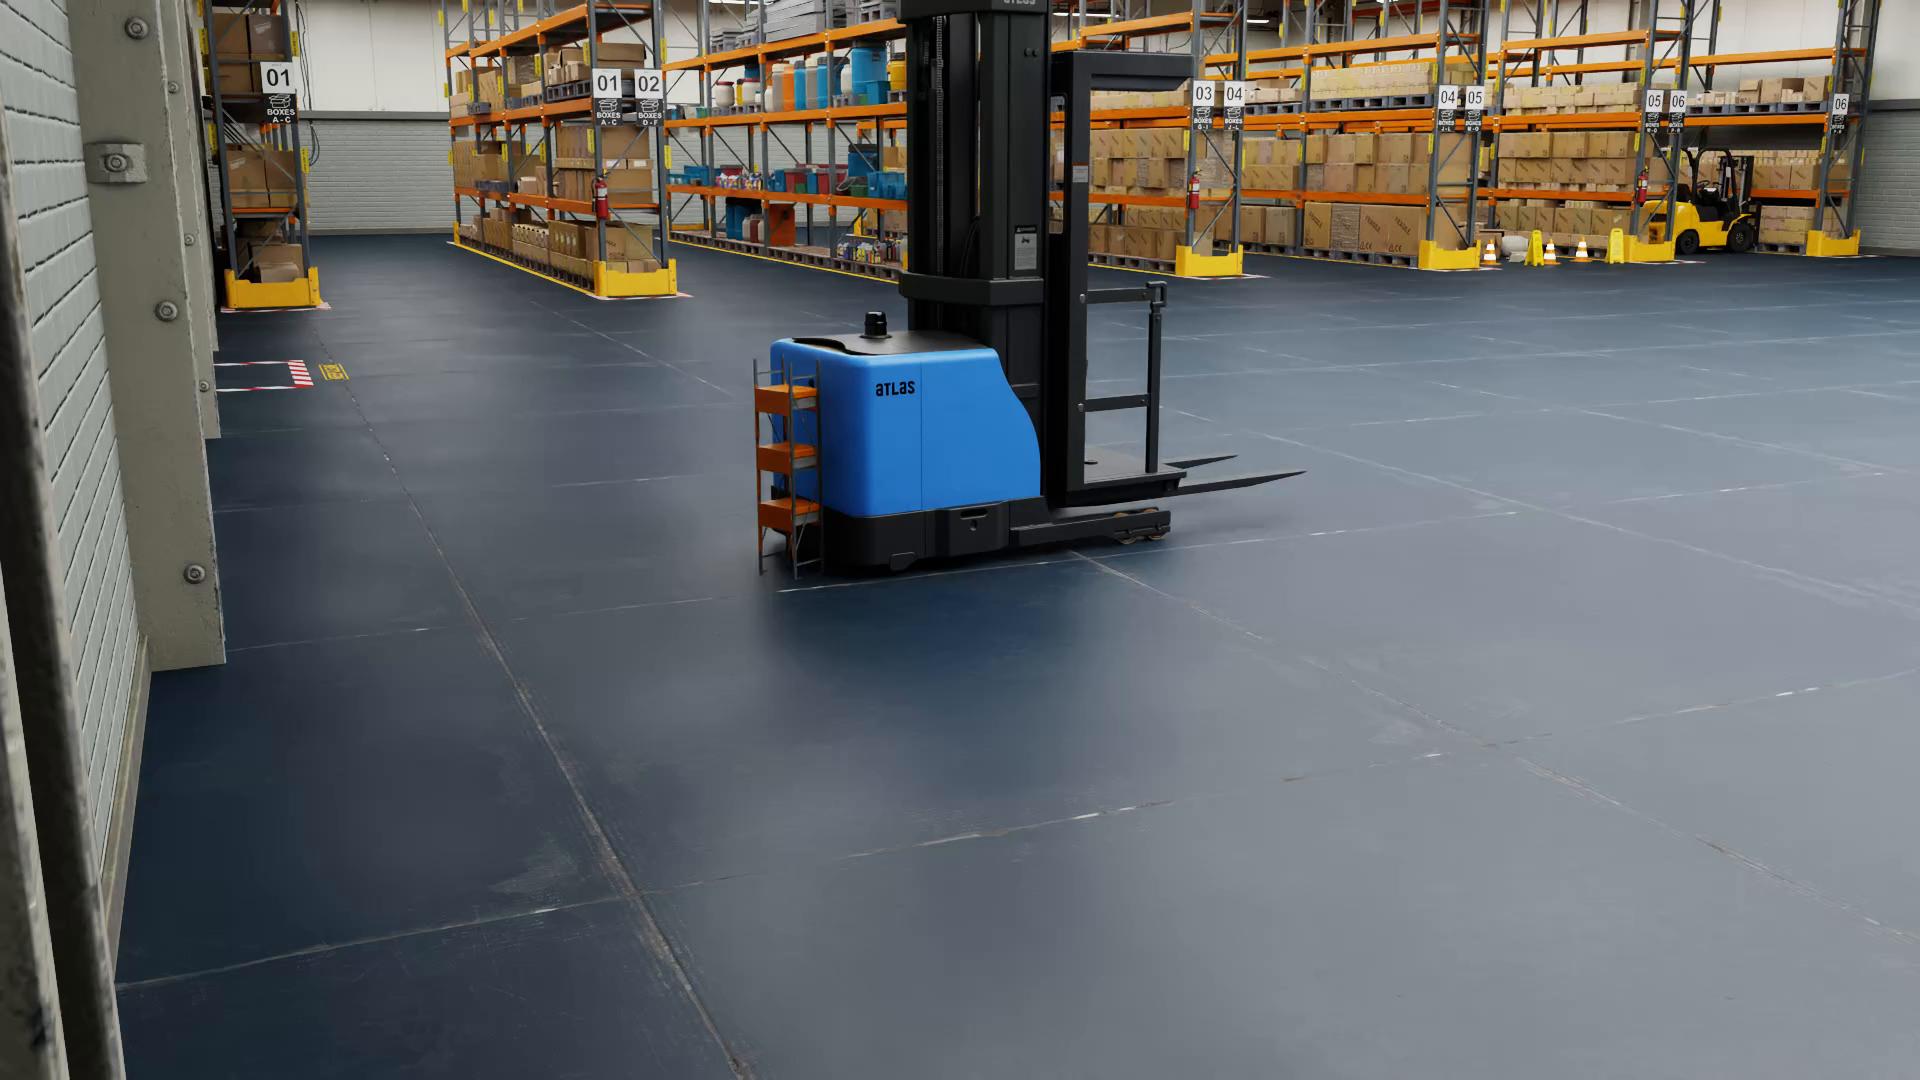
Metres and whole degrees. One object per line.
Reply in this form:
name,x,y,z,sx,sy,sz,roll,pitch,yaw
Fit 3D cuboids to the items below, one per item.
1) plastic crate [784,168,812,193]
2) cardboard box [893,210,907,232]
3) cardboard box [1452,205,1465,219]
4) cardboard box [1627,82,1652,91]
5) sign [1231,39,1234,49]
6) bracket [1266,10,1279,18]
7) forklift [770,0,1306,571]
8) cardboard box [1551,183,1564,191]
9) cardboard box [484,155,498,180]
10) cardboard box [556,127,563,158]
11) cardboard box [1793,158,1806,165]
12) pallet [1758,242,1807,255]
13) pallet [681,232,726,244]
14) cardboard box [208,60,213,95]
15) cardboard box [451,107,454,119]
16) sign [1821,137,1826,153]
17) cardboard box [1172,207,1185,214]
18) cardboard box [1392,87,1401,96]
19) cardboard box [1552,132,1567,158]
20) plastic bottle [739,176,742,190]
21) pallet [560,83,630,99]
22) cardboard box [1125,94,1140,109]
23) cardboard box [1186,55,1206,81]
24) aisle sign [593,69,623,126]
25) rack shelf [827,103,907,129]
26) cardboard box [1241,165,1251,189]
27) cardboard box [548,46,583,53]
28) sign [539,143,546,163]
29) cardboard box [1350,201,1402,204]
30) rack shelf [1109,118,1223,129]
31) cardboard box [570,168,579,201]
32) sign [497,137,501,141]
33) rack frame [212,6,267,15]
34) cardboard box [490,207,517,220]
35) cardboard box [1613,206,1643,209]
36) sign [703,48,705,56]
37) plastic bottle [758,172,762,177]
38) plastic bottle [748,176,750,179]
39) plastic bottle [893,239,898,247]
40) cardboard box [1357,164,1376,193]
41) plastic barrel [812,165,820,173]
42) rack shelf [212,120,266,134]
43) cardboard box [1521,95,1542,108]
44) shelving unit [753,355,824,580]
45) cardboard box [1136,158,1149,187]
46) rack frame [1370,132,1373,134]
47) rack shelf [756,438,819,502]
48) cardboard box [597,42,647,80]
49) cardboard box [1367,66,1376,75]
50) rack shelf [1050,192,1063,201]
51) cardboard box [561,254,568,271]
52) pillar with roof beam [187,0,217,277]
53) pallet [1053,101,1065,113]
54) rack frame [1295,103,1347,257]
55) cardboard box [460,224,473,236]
plastic crate,-3.084,-6.860,31.714,0.402,0.464,0.583,-6,14,-23
cardboard box,-1.067,-7.963,40.402,0.875,0.875,0.875,-6,14,-23
cardboard box,13.321,-8.565,43.838,0.500,0.500,0.500,-6,14,-24
cardboard box,12.966,-8.650,31.729,0.380,0.149,0.250,-5,14,-22
sign,7.466,-13.648,45.633,0.100,0.325,0.005,-6,14,-23
bracket,9.814,-16.492,52.189,0.235,0.232,0.430,-6,14,-23
forklift,0.534,-1.500,8.850,3.031,2.935,1.130,-8,15,-30
cardboard box,12.232,-7.175,33.775,0.380,0.149,0.250,-6,14,-23
cardboard box,-9.275,-7.568,33.766,0.700,0.500,0.500,-3,13,-14
cardboard box,-6.205,-6.506,27.231,0.700,0.500,0.500,-6,14,-23
cardboard box,17.393,-7.790,34.214,0.380,0.149,0.250,-5,14,-22
pallet,17.574,-6.124,34.863,1.003,0.211,1.213,-6,14,-23
pallet,-5.876,-7.059,38.900,1.003,0.211,1.213,-6,14,-23
cardboard box,-9.940,-6.325,22.627,0.500,0.500,0.500,-6,14,-23
cardboard box,-11.223,-9.655,37.615,0.500,0.250,0.500,-6,14,-23
sign,17.416,-7.962,33.526,0.100,0.325,0.005,-6,14,-23
cardboard box,5.158,-7.534,37.719,0.500,0.250,0.500,-6,14,-24
cardboard box,8.129,-8.199,30.396,0.380,0.149,0.250,-5,14,-22
cardboard box,12.400,-7.963,33.524,0.700,0.500,0.500,-6,14,-23
plastic bottle,-4.589,-7.480,34.795,0.061,0.283,0.133,-6,14,-23
pallet,-5.539,-6.910,25.615,1.003,0.211,1.213,-6,14,-23
cardboard box,3.259,-7.762,29.436,0.500,0.250,0.500,-6,14,-24
cardboard box,3.945,-8.214,29.065,0.500,0.500,0.500,-6,14,-23
aisle sign,-5.029,-6.317,23.745,0.394,0.787,0.004,-6,14,-23
rack shelf,-1.048,-7.061,27.670,1.077,0.370,4.000,-6,14,-23
cardboard box,6.210,-7.684,35.195,0.500,0.500,0.500,-6,14,-24
cardboard box,-6.600,-8.006,27.895,0.500,0.500,0.500,-5,14,-22
sign,-6.882,-6.391,27.440,0.100,0.325,0.005,-6,14,-23
cardboard box,9.967,-7.852,39.924,0.875,0.875,0.875,-6,14,-23
rack shelf,4.871,-9.588,38.589,1.077,0.370,4.000,-6,14,-23
cardboard box,-5.791,-5.662,26.460,0.700,0.500,0.500,-5,14,-22
sign,-10.679,-9.160,38.527,0.100,0.325,0.005,-6,14,-23
rack frame,-12.529,-9.218,28.740,1.000,3.000,0.127,-6,14,-23
cardboard box,-9.222,-6.603,33.652,0.500,0.250,0.500,-6,14,-23
cardboard box,15.793,-7.470,38.830,0.875,0.625,0.625,-6,14,-24
sign,-6.158,-11.661,40.013,0.100,0.325,0.005,-6,14,-23
plastic bottle,-4.311,-7.794,36.001,0.144,0.351,0.185,-6,14,-23
plastic bottle,-4.404,-7.465,34.732,0.061,0.283,0.133,-6,14,-23
plastic bottle,-1.120,-5.074,29.039,0.144,0.351,0.185,-6,14,-23
cardboard box,8.087,-6.902,31.705,0.875,0.550,0.500,-6,14,-23
plastic barrel,-2.675,-6.964,32.059,0.421,0.512,0.421,0,13,0
rack shelf,-14.932,-8.645,34.515,1.077,0.370,4.000,-6,14,-23
cardboard box,11.910,-9.018,34.201,0.500,0.250,0.500,-6,14,-23
shelving unit,-0.828,-0.352,8.064,0.252,1.050,0.215,11,17,40
cardboard box,3.626,-6.494,29.394,0.875,0.500,0.500,-6,14,-23
rack frame,11.509,-10.634,48.165,1.000,3.000,0.127,-6,14,-23
rack shelf,-0.828,-0.342,8.067,0.240,0.259,0.215,11,17,40
cardboard box,-5.013,-6.994,24.313,0.797,0.503,0.637,-5,14,-19
cardboard box,7.820,-8.746,30.991,0.380,0.149,0.250,-6,14,-23
rack shelf,1.888,-6.874,33.511,1.077,0.370,4.000,-6,14,-23
cardboard box,-6.090,-4.451,26.616,0.500,0.250,0.500,-6,14,-23
pillar with roof beam,-8.856,-9.260,28.922,9.100,9.000,0.400,-6,14,-23
pallet,2.540,-8.318,31.921,1.213,0.211,1.003,-6,14,-23
rack frame,7.275,-7.238,33.490,1.000,3.000,0.127,-6,14,-23
cardboard box,-11.038,-7.029,37.712,0.500,0.250,0.500,-6,14,-23
